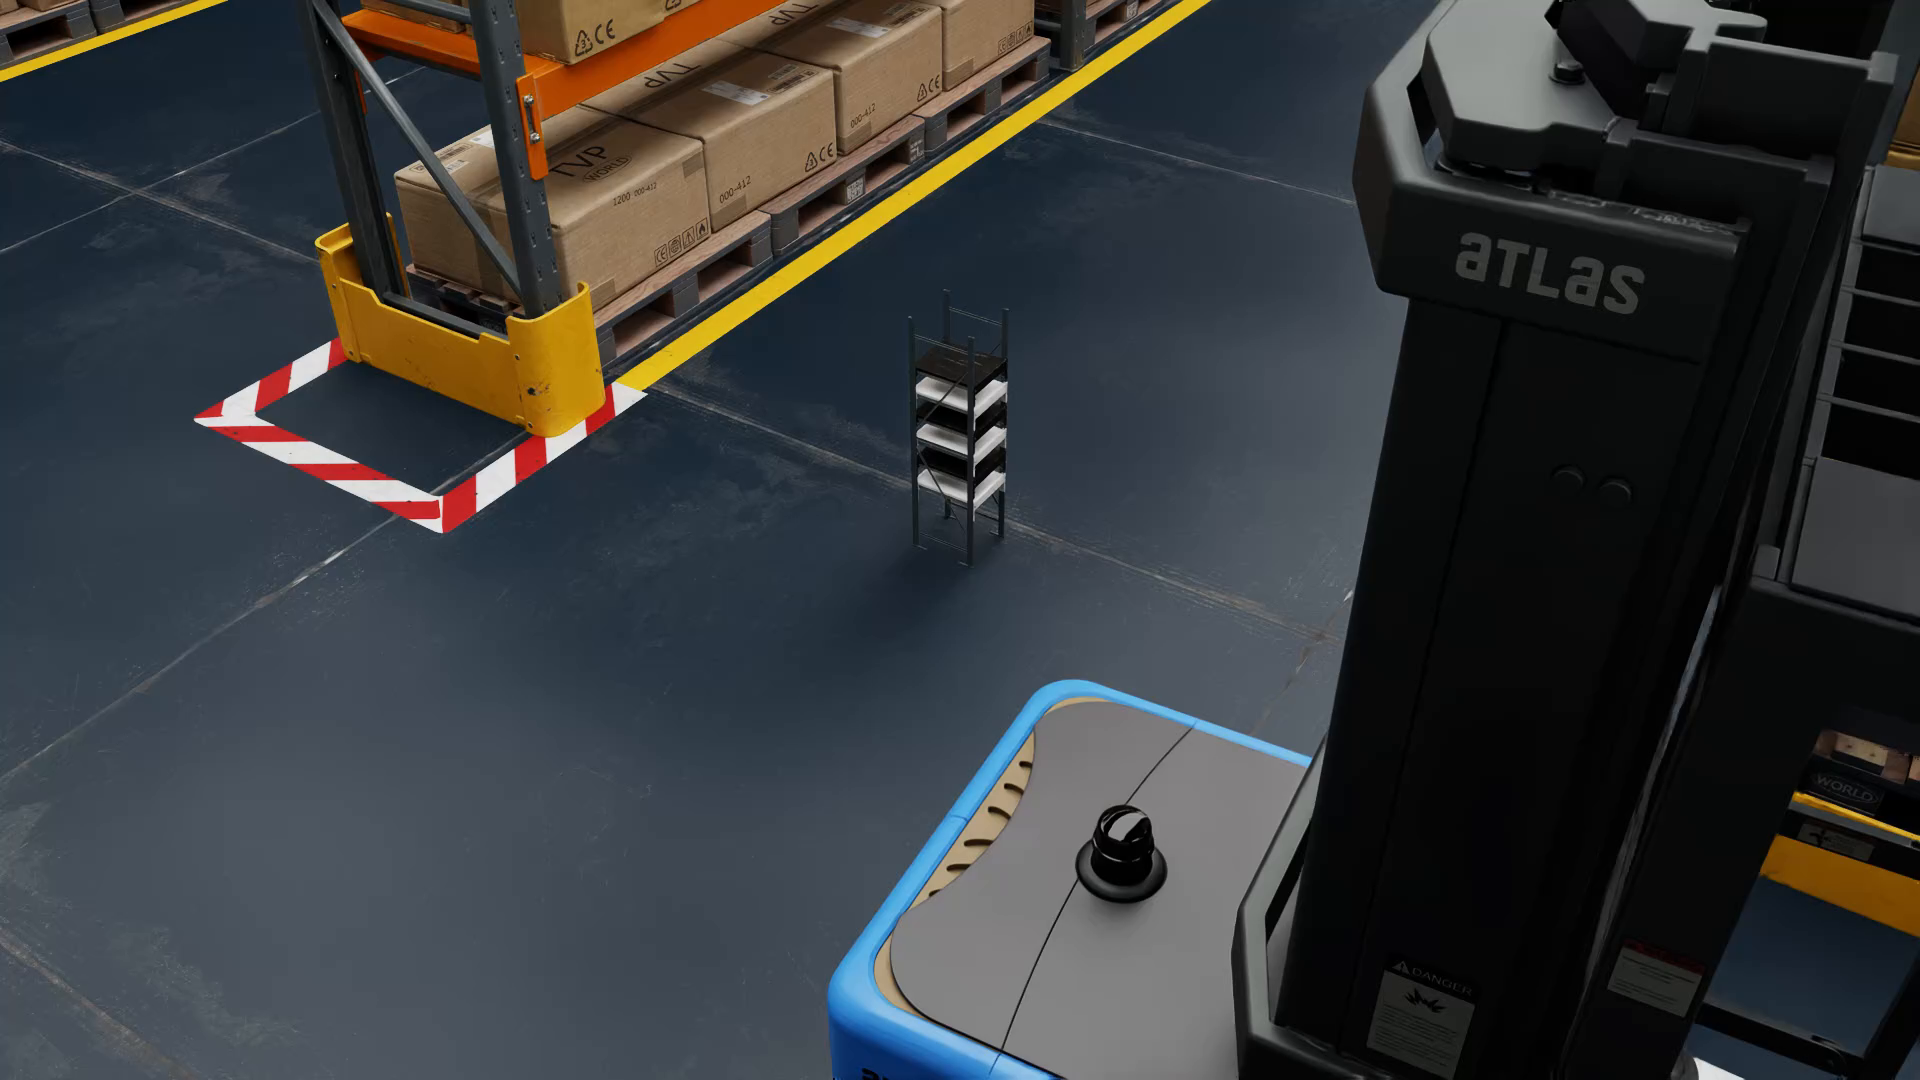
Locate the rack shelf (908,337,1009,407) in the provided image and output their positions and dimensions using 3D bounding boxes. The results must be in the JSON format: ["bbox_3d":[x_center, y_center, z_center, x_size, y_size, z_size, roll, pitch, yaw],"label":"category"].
[{"bbox_3d":[-0.004,-0.540,5.325,0.258,0.077,0.200,21,42,25],"label":"rack shelf"}]

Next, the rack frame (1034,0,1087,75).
[{"bbox_3d":[0.224,-3.910,8.365,1.000,3.000,0.127,21,42,25],"label":"rack frame"}]

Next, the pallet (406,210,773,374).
[{"bbox_3d":[-1.557,-1.181,7.110,1.003,0.211,1.213,21,42,25],"label":"pallet"}]

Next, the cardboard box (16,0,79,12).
[{"bbox_3d":[-5.214,-3.358,9.353,0.700,0.500,0.500,23,43,27],"label":"cardboard box"}]

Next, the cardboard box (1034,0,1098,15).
[{"bbox_3d":[0.488,-3.581,9.334,0.875,0.875,0.875,23,43,26],"label":"cardboard box"}]

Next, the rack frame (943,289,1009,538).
[{"bbox_3d":[0.050,-0.405,5.538,0.240,0.900,0.006,21,42,25],"label":"rack frame"}]

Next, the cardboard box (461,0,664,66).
[{"bbox_3d":[-1.420,-2.041,5.859,0.500,0.500,0.500,21,42,25],"label":"cardboard box"}]

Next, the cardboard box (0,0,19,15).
[{"bbox_3d":[-5.444,-2.998,9.173,0.380,0.149,0.250,19,42,23],"label":"cardboard box"}]

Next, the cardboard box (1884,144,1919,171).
[{"bbox_3d":[2.338,-0.754,3.946,0.500,0.500,0.500,22,43,26],"label":"cardboard box"}]

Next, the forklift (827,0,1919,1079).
[{"bbox_3d":[1.292,0.650,2.506,3.031,2.935,1.130,18,41,22],"label":"forklift"}]

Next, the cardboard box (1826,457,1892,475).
[{"bbox_3d":[2.599,-0.195,5.050,0.380,0.149,0.250,20,42,24],"label":"cardboard box"}]

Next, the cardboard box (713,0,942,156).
[{"bbox_3d":[-0.682,-2.311,8.046,0.875,0.438,0.875,20,42,24],"label":"cardboard box"}]

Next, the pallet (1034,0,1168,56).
[{"bbox_3d":[0.573,-3.228,9.765,1.003,0.211,1.213,21,42,25],"label":"pallet"}]

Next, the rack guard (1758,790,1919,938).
[{"bbox_3d":[2.355,0.670,4.472,1.175,0.500,0.348,21,42,25],"label":"rack guard"}]

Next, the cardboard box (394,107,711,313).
[{"bbox_3d":[-1.650,-1.373,6.828,0.875,0.438,0.875,20,42,24],"label":"cardboard box"}]

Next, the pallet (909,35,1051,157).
[{"bbox_3d":[-0.250,-2.439,8.741,1.003,0.211,1.213,21,42,25],"label":"pallet"}]

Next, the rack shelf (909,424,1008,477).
[{"bbox_3d":[-0.004,-0.326,5.490,0.258,0.077,0.200,21,42,25],"label":"rack shelf"}]

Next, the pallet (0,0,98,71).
[{"bbox_3d":[-5.645,-2.816,9.230,1.003,0.211,1.213,21,42,25],"label":"pallet"}]

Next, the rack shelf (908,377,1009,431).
[{"bbox_3d":[-0.004,-0.468,5.380,0.258,0.077,0.200,21,42,25],"label":"rack shelf"}]

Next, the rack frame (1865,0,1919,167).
[{"bbox_3d":[2.315,-0.281,3.658,1.000,3.000,0.127,21,42,25],"label":"rack frame"}]

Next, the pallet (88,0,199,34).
[{"bbox_3d":[-4.991,-3.442,10.042,1.003,0.211,1.213,21,42,25],"label":"pallet"}]

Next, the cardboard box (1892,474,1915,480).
[{"bbox_3d":[2.791,-0.308,5.197,0.380,0.149,0.250,19,42,23],"label":"cardboard box"}]

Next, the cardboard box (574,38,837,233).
[{"bbox_3d":[-1.167,-1.847,7.444,0.875,0.438,0.875,22,43,26],"label":"cardboard box"}]

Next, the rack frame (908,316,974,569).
[{"bbox_3d":[-0.059,-0.300,5.402,0.240,0.900,0.006,21,42,25],"label":"rack frame"}]

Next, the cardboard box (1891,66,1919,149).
[{"bbox_3d":[2.350,-1.152,3.643,0.500,0.500,0.500,20,42,24],"label":"cardboard box"}]

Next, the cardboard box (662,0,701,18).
[{"bbox_3d":[-1.172,-2.311,6.209,0.500,0.500,0.500,21,42,25],"label":"cardboard box"}]

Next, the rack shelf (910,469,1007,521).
[{"bbox_3d":[-0.004,-0.183,5.600,0.258,0.077,0.200,21,42,25],"label":"rack shelf"}]

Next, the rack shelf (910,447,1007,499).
[{"bbox_3d":[-0.004,-0.255,5.545,0.258,0.077,0.200,21,42,25],"label":"rack shelf"}]

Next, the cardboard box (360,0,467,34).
[{"bbox_3d":[-1.884,-2.223,6.095,0.500,0.500,0.500,21,42,25],"label":"cardboard box"}]

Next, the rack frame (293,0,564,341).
[{"bbox_3d":[-1.919,-1.848,5.690,1.000,3.000,0.127,21,42,25],"label":"rack frame"}]

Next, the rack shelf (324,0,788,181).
[{"bbox_3d":[-0.848,-2.594,7.247,1.077,0.370,4.000,21,42,25],"label":"rack shelf"}]

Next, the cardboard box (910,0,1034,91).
[{"bbox_3d":[-0.203,-2.773,8.645,0.875,0.438,0.875,21,42,24],"label":"cardboard box"}]

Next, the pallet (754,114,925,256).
[{"bbox_3d":[-0.903,-1.808,7.922,1.003,0.211,1.213,21,42,25],"label":"pallet"}]

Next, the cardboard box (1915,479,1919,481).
[{"bbox_3d":[2.864,-0.175,5.267,0.380,0.149,0.250,21,42,25],"label":"cardboard box"}]

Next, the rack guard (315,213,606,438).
[{"bbox_3d":[-1.932,-0.846,6.438,1.175,0.500,0.348,21,42,25],"label":"rack guard"}]

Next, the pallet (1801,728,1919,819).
[{"bbox_3d":[2.820,0.377,5.088,1.003,0.211,1.213,21,42,25],"label":"pallet"}]

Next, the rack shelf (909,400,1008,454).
[{"bbox_3d":[-0.004,-0.397,5.435,0.258,0.077,0.200,21,42,25],"label":"rack shelf"}]

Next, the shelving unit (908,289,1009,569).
[{"bbox_3d":[-0.004,-0.352,5.470,0.258,0.900,0.210,21,42,25],"label":"shelving unit"}]
